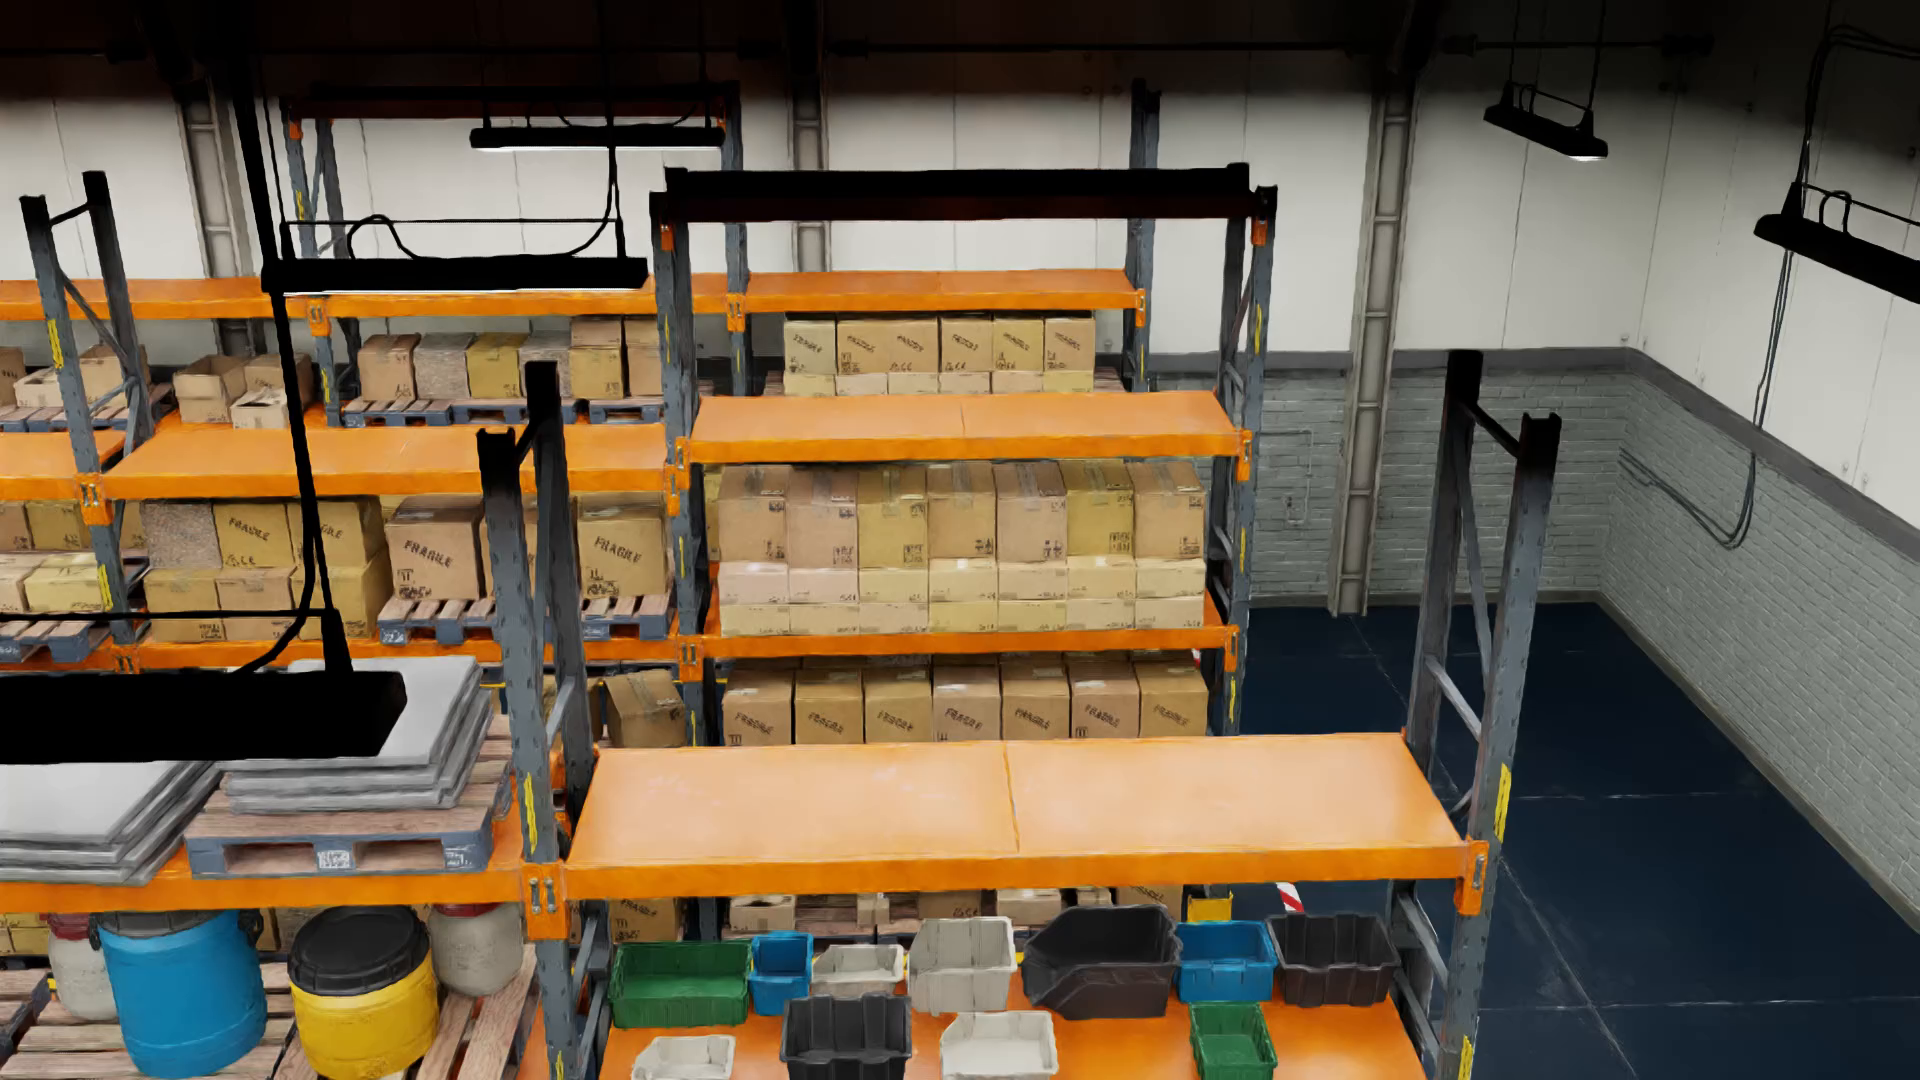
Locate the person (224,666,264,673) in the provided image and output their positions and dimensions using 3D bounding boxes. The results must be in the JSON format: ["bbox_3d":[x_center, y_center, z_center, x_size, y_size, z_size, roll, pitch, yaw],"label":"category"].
[{"bbox_3d":[-6.454,1.522,15.105,1.121,1.674,0.577,0,22,0],"label":"person"}]
